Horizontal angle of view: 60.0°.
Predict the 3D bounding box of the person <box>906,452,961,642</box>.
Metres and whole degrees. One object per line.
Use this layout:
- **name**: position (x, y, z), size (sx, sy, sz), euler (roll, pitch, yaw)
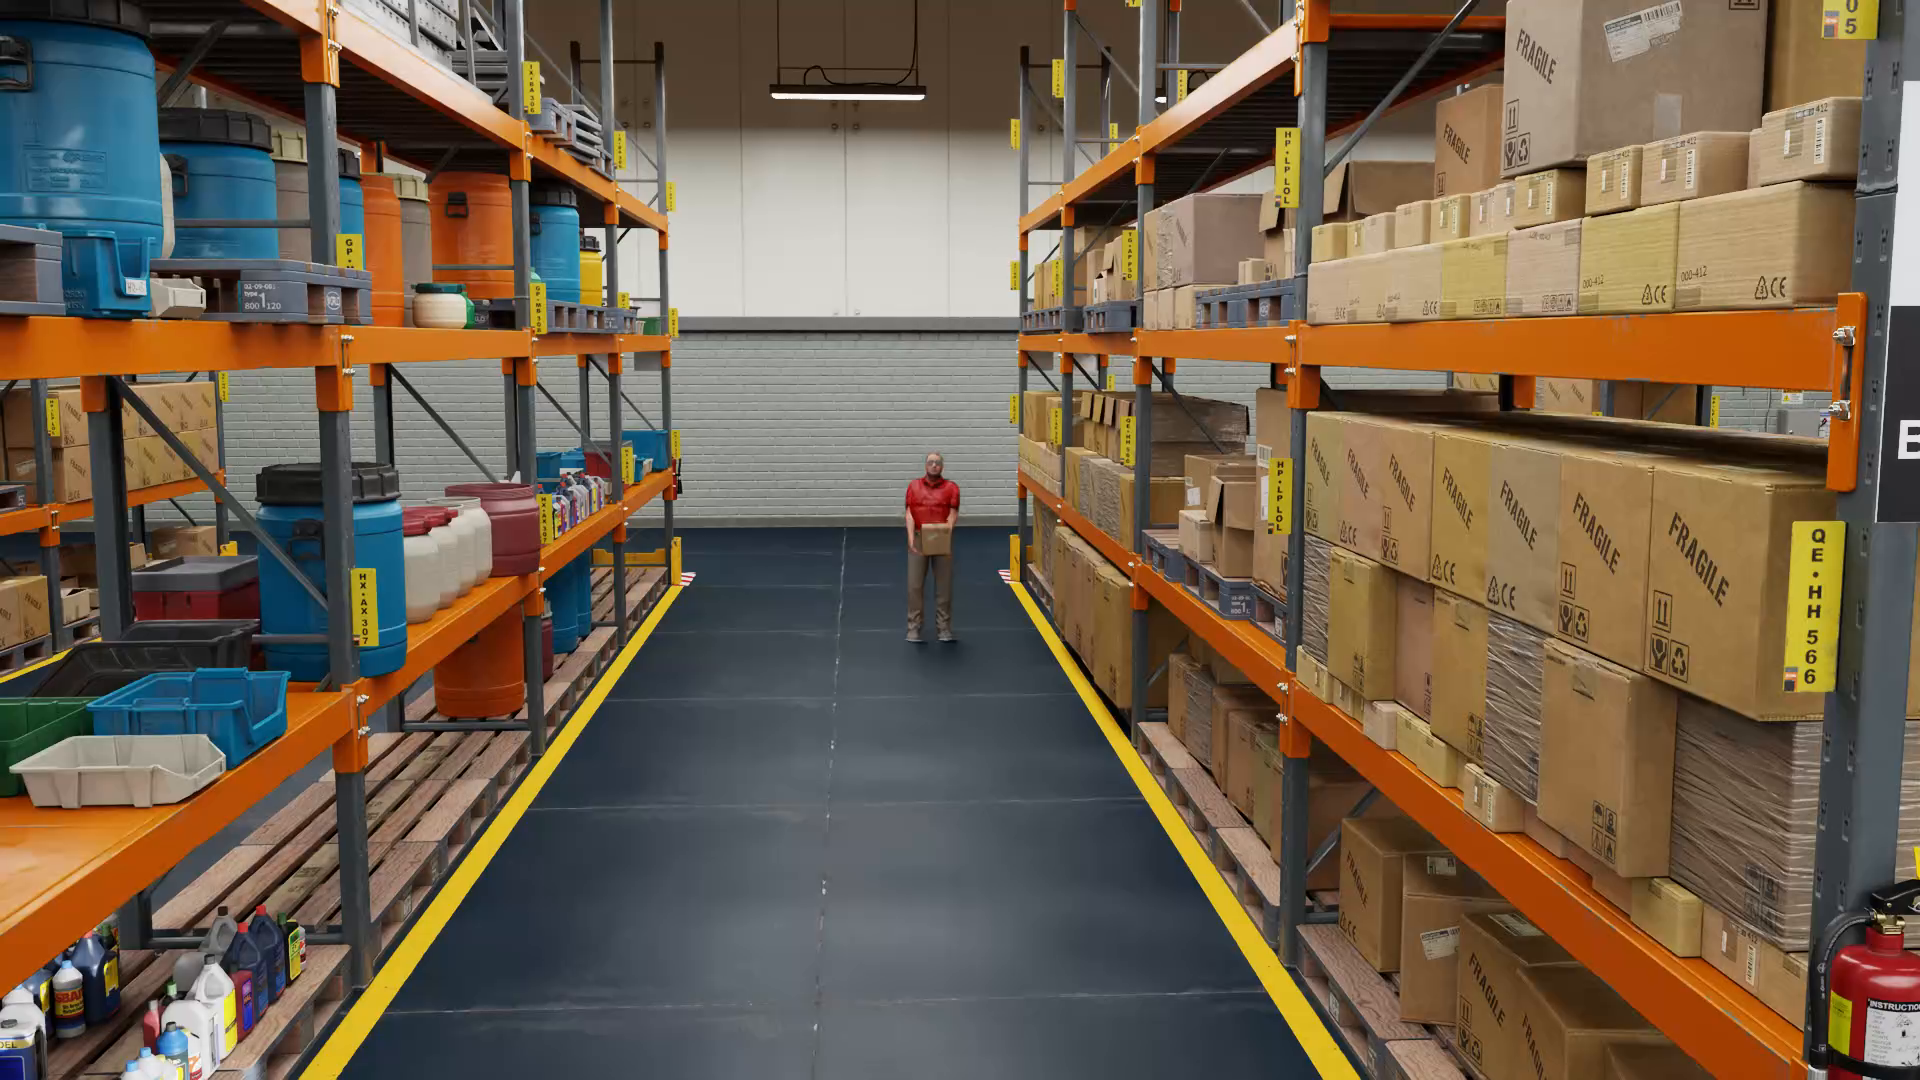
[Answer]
- **person**: position (-0.261, 0.068, 15.236), size (0.505, 1.726, 0.521), euler (1, 7, 7)
